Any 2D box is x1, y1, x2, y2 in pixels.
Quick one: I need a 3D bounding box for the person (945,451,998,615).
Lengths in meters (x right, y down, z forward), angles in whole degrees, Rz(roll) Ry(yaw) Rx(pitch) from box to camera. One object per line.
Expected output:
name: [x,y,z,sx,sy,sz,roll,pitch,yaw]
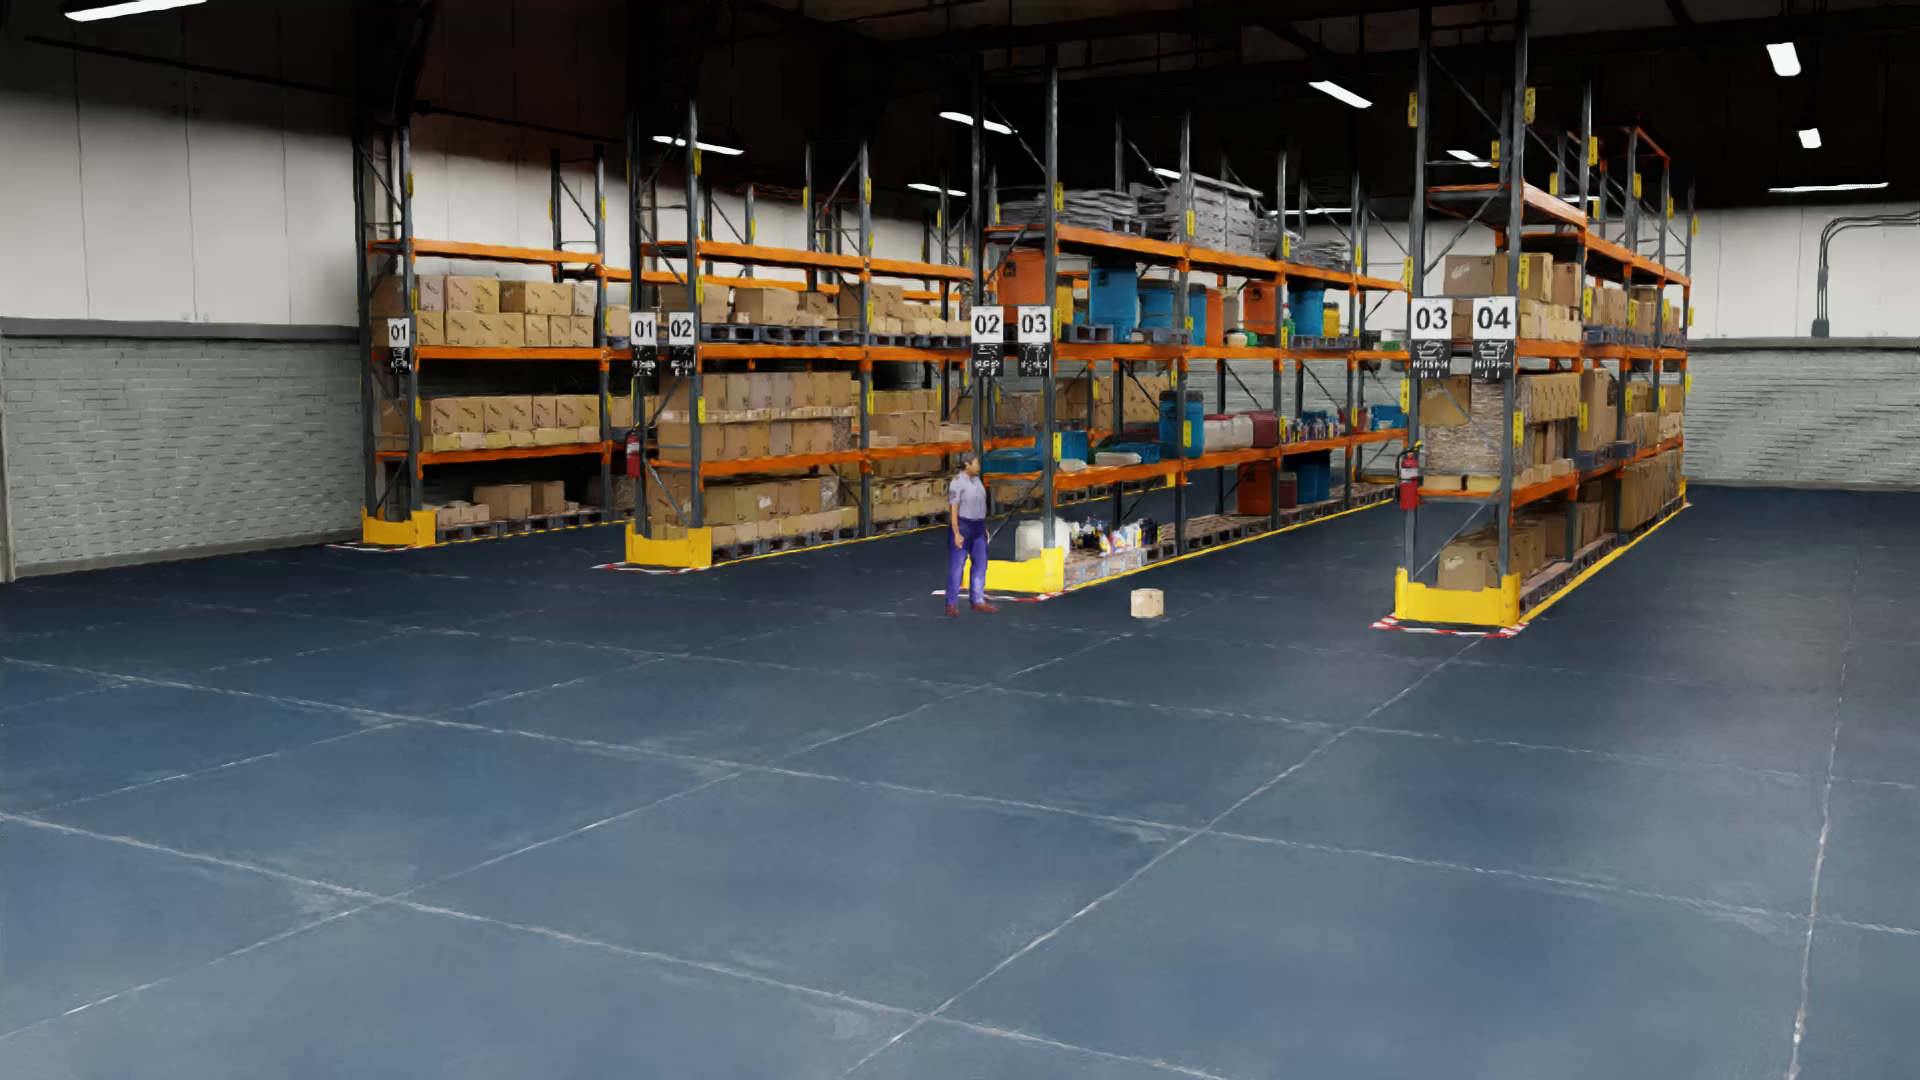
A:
person: [0.089,-0.070,16.946,0.404,1.641,0.566,5,8,41]
